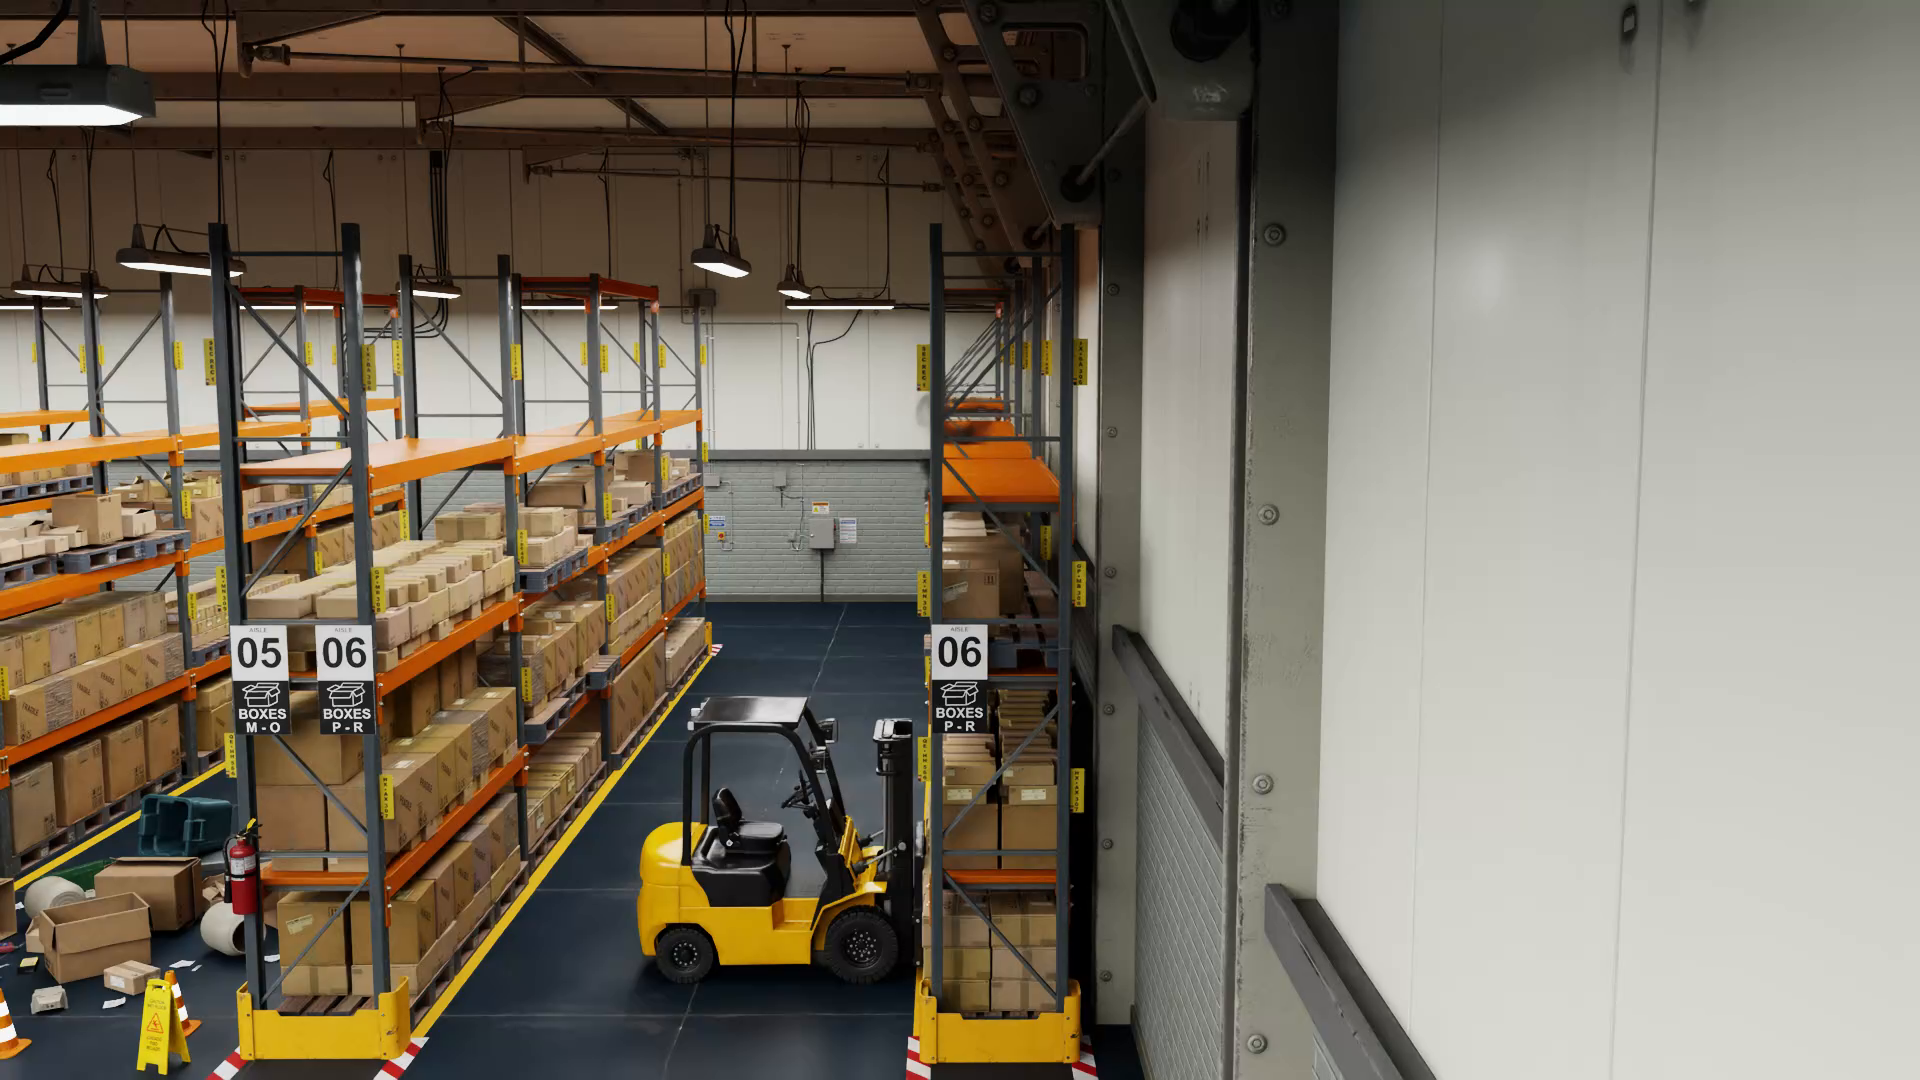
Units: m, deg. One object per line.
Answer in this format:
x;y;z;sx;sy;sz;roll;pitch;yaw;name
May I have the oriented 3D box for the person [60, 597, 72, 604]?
-12.875;1.606;23.938;0.548;1.560;0.519;-1;7;-8;person
